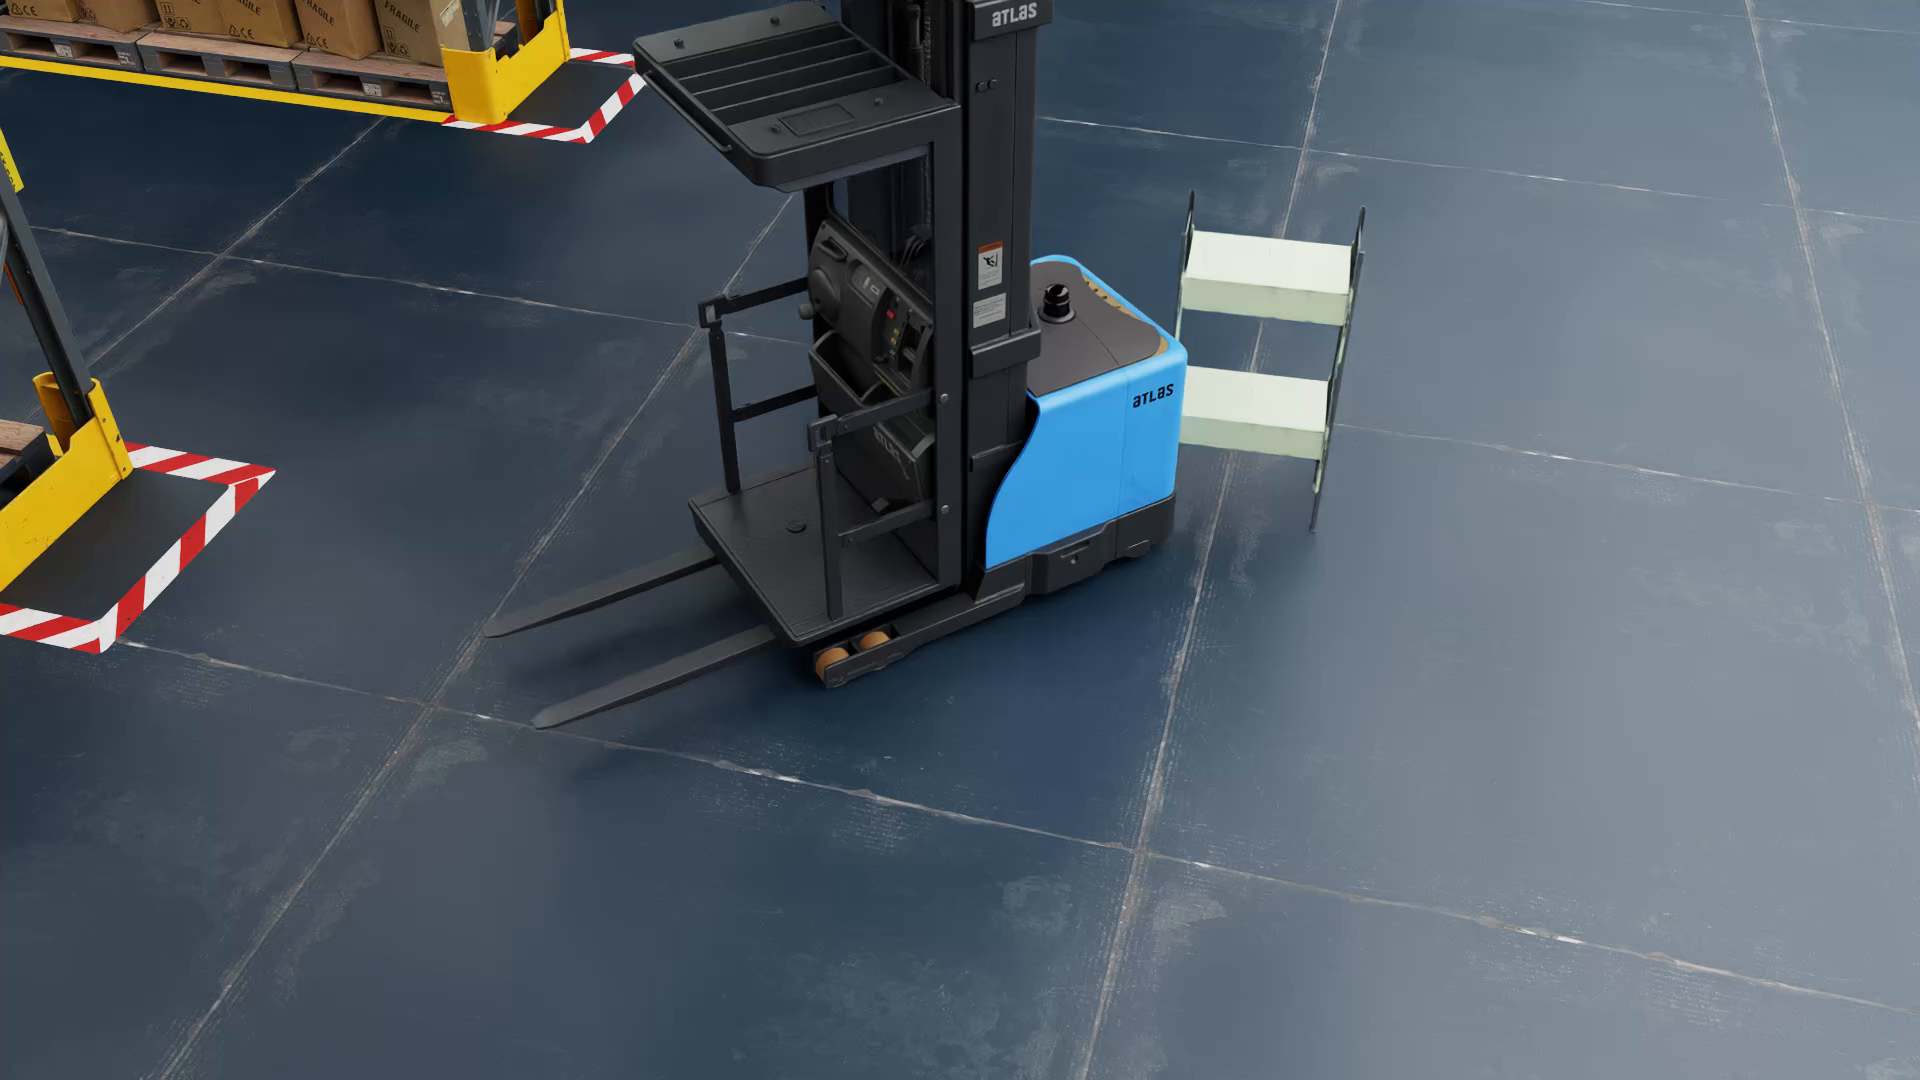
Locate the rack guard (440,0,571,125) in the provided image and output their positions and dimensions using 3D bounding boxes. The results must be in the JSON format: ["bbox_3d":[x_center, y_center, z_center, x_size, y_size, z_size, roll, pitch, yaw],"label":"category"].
[{"bbox_3d":[-3.083,-3.336,11.358,0.348,0.500,1.175,10,41,11],"label":"rack guard"}]

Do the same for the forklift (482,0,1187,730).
[{"bbox_3d":[-0.540,-0.892,6.557,3.031,2.935,1.130,-21,44,-23],"label":"forklift"}]

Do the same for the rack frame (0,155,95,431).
[{"bbox_3d":[-4.290,-1.203,6.875,0.127,3.000,1.000,10,41,11],"label":"rack frame"}]

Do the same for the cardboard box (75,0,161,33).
[{"bbox_3d":[-5.942,-3.967,11.783,0.500,0.500,0.500,23,45,25],"label":"cardboard box"}]

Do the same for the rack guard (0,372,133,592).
[{"bbox_3d":[-4.376,-0.230,7.659,0.348,0.500,1.175,10,41,11],"label":"rack guard"}]

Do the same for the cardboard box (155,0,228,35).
[{"bbox_3d":[-5.322,-3.913,11.718,0.500,0.500,0.500,6,40,8],"label":"cardboard box"}]

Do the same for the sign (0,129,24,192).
[{"bbox_3d":[-4.144,-1.651,7.192,0.005,0.325,0.100,10,41,11],"label":"sign"}]

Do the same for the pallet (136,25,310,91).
[{"bbox_3d":[-5.034,-3.586,11.881,1.213,0.211,1.003,10,41,11],"label":"pallet"}]

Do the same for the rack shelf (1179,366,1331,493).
[{"bbox_3d":[1.337,-0.534,7.751,0.720,0.370,0.431,8,41,9],"label":"rack shelf"}]

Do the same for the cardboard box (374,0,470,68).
[{"bbox_3d":[-3.609,-3.598,11.344,0.500,0.500,0.500,17,43,19],"label":"cardboard box"}]

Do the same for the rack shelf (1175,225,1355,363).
[{"bbox_3d":[1.337,-1.082,7.290,0.720,0.370,0.431,8,41,9],"label":"rack shelf"}]

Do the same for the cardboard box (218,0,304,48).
[{"bbox_3d":[-4.795,-3.792,11.575,0.500,0.500,0.500,13,42,15],"label":"cardboard box"}]

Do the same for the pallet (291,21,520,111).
[{"bbox_3d":[-3.859,-3.382,11.638,1.213,0.211,1.003,10,41,11],"label":"pallet"}]

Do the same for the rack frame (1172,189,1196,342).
[{"bbox_3d":[0.979,-0.830,7.597,0.023,1.500,0.400,8,41,9],"label":"rack frame"}]

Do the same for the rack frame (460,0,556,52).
[{"bbox_3d":[-3.010,-4.281,10.539,0.127,3.000,1.000,10,41,11],"label":"rack frame"}]

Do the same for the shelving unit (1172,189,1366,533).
[{"bbox_3d":[1.337,-0.783,7.541,0.755,1.500,0.431,8,41,9],"label":"shelving unit"}]

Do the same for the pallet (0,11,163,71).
[{"bbox_3d":[-6.216,-3.788,12.121,1.213,0.211,1.003,10,41,11],"label":"pallet"}]

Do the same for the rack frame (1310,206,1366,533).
[{"bbox_3d":[1.696,-0.736,7.485,0.023,1.500,0.400,8,41,9],"label":"rack frame"}]

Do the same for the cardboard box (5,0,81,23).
[{"bbox_3d":[-6.498,-4.058,11.891,0.500,0.500,0.500,9,41,10],"label":"cardboard box"}]

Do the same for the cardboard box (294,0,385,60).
[{"bbox_3d":[-4.195,-3.676,11.437,0.500,0.500,0.500,20,44,23],"label":"cardboard box"}]

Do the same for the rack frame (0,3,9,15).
[{"bbox_3d":[-6.874,-4.946,11.331,0.127,3.000,1.000,10,41,11],"label":"rack frame"}]

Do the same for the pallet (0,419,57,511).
[{"bbox_3d":[-5.159,-0.257,7.917,1.213,0.211,1.003,10,41,11],"label":"pallet"}]

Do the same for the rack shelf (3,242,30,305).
[{"bbox_3d":[-6.222,-1.260,7.502,4.000,0.370,1.077,10,41,11],"label":"rack shelf"}]
